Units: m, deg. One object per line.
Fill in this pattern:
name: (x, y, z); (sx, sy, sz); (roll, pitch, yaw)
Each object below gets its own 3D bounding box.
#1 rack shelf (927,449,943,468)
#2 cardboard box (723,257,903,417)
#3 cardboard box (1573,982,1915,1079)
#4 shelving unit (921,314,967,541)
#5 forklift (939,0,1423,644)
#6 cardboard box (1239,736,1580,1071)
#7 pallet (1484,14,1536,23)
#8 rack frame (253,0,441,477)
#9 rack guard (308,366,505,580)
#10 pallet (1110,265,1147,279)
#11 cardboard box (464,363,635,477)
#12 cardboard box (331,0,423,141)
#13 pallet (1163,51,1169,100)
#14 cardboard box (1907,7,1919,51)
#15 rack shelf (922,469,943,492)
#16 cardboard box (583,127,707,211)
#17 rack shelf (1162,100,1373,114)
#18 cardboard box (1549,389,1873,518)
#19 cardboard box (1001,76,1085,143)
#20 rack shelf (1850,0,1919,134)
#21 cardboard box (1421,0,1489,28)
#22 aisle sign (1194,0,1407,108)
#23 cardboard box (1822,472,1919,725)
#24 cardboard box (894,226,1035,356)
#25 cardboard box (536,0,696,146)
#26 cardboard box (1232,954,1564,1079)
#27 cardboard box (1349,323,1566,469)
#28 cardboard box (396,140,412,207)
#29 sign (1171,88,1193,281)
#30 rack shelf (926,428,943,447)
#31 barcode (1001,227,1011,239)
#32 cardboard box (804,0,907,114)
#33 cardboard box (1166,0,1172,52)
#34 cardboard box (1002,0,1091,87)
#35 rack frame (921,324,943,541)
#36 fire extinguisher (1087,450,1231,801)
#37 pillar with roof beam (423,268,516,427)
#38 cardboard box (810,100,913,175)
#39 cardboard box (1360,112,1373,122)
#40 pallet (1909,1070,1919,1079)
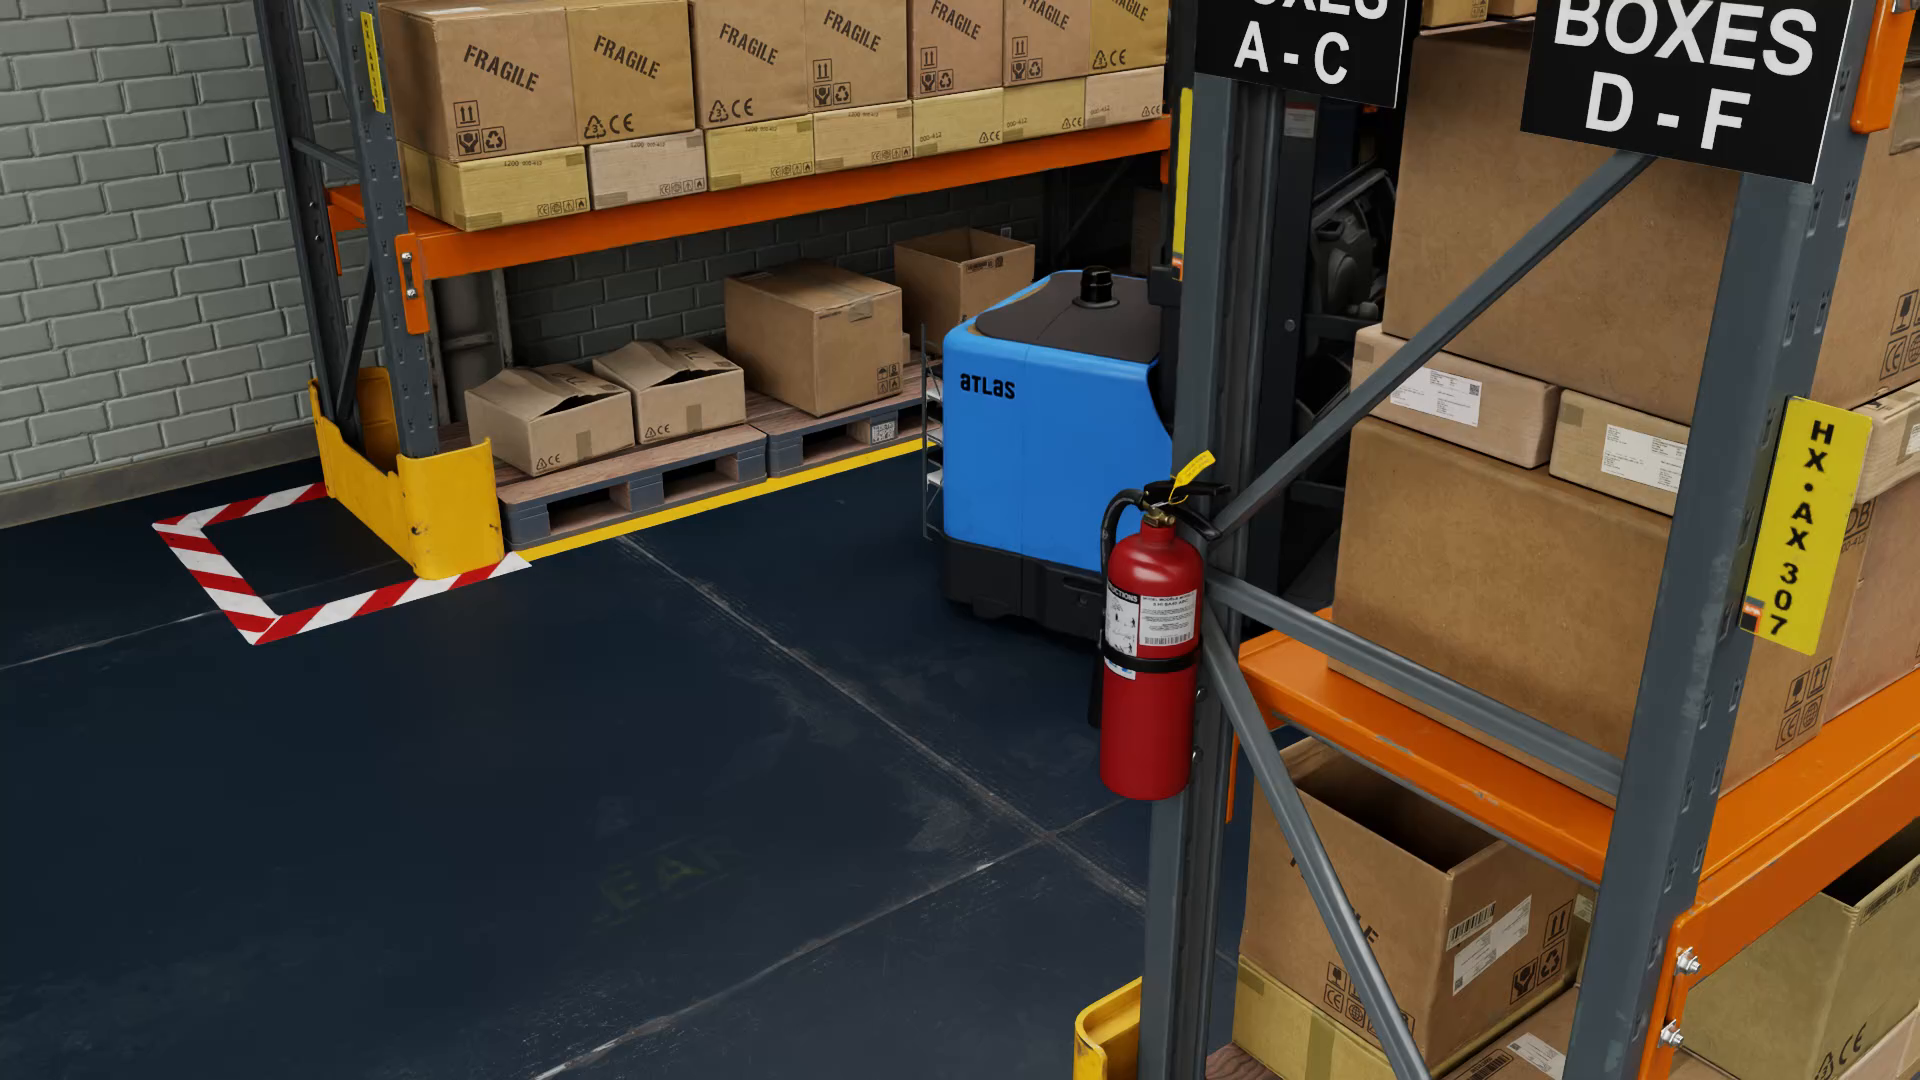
rack shelf: (0.006, -0.298, 6.617); (0.200, 0.077, 0.258); (-18, 31, -34)
cardboard box: (-0.678, -0.950, 7.680); (0.500, 0.500, 0.700); (-21, 32, -37)
cardboard box: (1.675, 1.088, 3.610); (0.500, 0.250, 0.500); (-18, 31, -34)
shelving unit: (0.006, -0.410, 6.565); (0.210, 0.900, 0.258); (-18, 31, -34)
forklift: (1.467, -0.954, 5.324); (3.031, 2.935, 1.130); (13, 28, 26)
cardboard box: (0.963, 0.707, 3.541); (0.500, 0.500, 0.500); (-18, 31, -34)
pallet: (3.466, -3.183, 10.273); (1.003, 0.211, 1.213); (-18, 31, -34)
rack frame: (-2.335, -1.412, 6.229); (0.127, 3.000, 1.000); (-18, 31, -34)
rack guard: (-2.275, -0.298, 6.798); (0.348, 0.500, 1.175); (-18, 31, -34)
pallet: (1.425, -1.389, 9.492); (1.213, 0.211, 1.003); (-18, 31, -34)
cardboard box: (-1.735, -0.542, 7.026); (0.500, 0.311, 0.500); (-23, 33, -40)
cardboard box: (-2.095, -1.886, 6.514); (0.500, 0.500, 0.500); (-19, 31, -35)
pallet: (1.504, -2.514, 8.833); (1.213, 0.211, 1.003); (-18, 31, -34)
cardboard box: (1.552, -0.675, 2.981); (0.500, 0.500, 0.700); (-19, 31, -35)
rack shelf: (0.006, -0.217, 6.655); (0.200, 0.077, 0.258); (-18, 31, -34)
cardboard box: (-1.355, -1.514, 6.604); (0.500, 0.250, 0.500); (-19, 31, -36)
rack shelf: (2.387, -2.644, 9.739); (4.000, 0.370, 1.077); (-18, 31, -34)
cardboard box: (1.167, -0.142, 2.604); (0.250, 0.149, 0.380); (-19, 31, -34)
cardboard box: (0.230, -2.042, 7.741); (0.500, 0.250, 0.500); (-18, 30, -34)
rack shelf: (2.299, -1.326, 3.335); (4.000, 0.370, 1.077); (-18, 31, -34)
cardboard box: (2.630, -3.279, 9.610); (0.500, 0.500, 0.700); (-18, 31, -34)
aisle sign: (0.492, -1.031, 2.321); (0.004, 0.787, 0.394); (-18, 31, -34)
cardboard box: (1.511, -0.072, 3.224); (0.500, 0.500, 0.700); (-17, 30, -33)
cardboard box: (0.021, -1.234, 8.292); (0.500, 0.500, 0.500); (-21, 32, -38)
cardboard box: (-1.378, -1.843, 6.421); (0.500, 0.500, 0.500); (-18, 30, -34)
cardboard box: (0.965, 1.048, 3.697); (0.500, 0.250, 0.500); (-18, 31, -34)
cardboard box: (0.908, -0.274, 2.888); (0.250, 0.149, 0.380); (-19, 31, -35)
cardboard box: (-2.086, -1.539, 6.657); (0.500, 0.250, 0.500); (-18, 30, -33)
sign: (0.401, -0.588, 2.797); (0.005, 0.325, 0.100); (-18, 31, -34)
rack shelf: (0.006, -0.380, 6.579); (0.200, 0.077, 0.258); (-18, 31, -34)
barcode: (0.240, -1.601, 8.704); (0.075, 0.075, 0.001); (-18, 31, -34)
cardboard box: (-0.569, -2.113, 7.003); (0.500, 0.500, 0.500); (-17, 30, -32)
cardboard box: (1.235, -2.817, 8.615); (0.500, 0.500, 0.700); (-18, 30, -34)
cardboard box: (0.243, -2.376, 7.569); (0.500, 0.500, 0.500); (-18, 31, -34)
rack frame: (-0.074, -0.384, 6.508); (0.006, 0.900, 0.240); (-18, 31, -34)
fire extinguisher: (0.345, 0.140, 2.977); (0.183, 0.674, 0.296); (-18, 31, -34)
pillar with roof beam: (0.339, -3.176, 2.903); (0.400, 9.000, 9.100); (-18, 31, -34)
cardboard box: (-0.551, -1.775, 7.166); (0.500, 0.250, 0.500); (-18, 30, -34)
cardboard box: (2.537, -2.429, 9.977); (0.500, 0.250, 0.500); (-18, 31, -34)
pallet: (2.260, 0.965, 4.420); (1.213, 0.211, 1.003); (-18, 31, -34)
